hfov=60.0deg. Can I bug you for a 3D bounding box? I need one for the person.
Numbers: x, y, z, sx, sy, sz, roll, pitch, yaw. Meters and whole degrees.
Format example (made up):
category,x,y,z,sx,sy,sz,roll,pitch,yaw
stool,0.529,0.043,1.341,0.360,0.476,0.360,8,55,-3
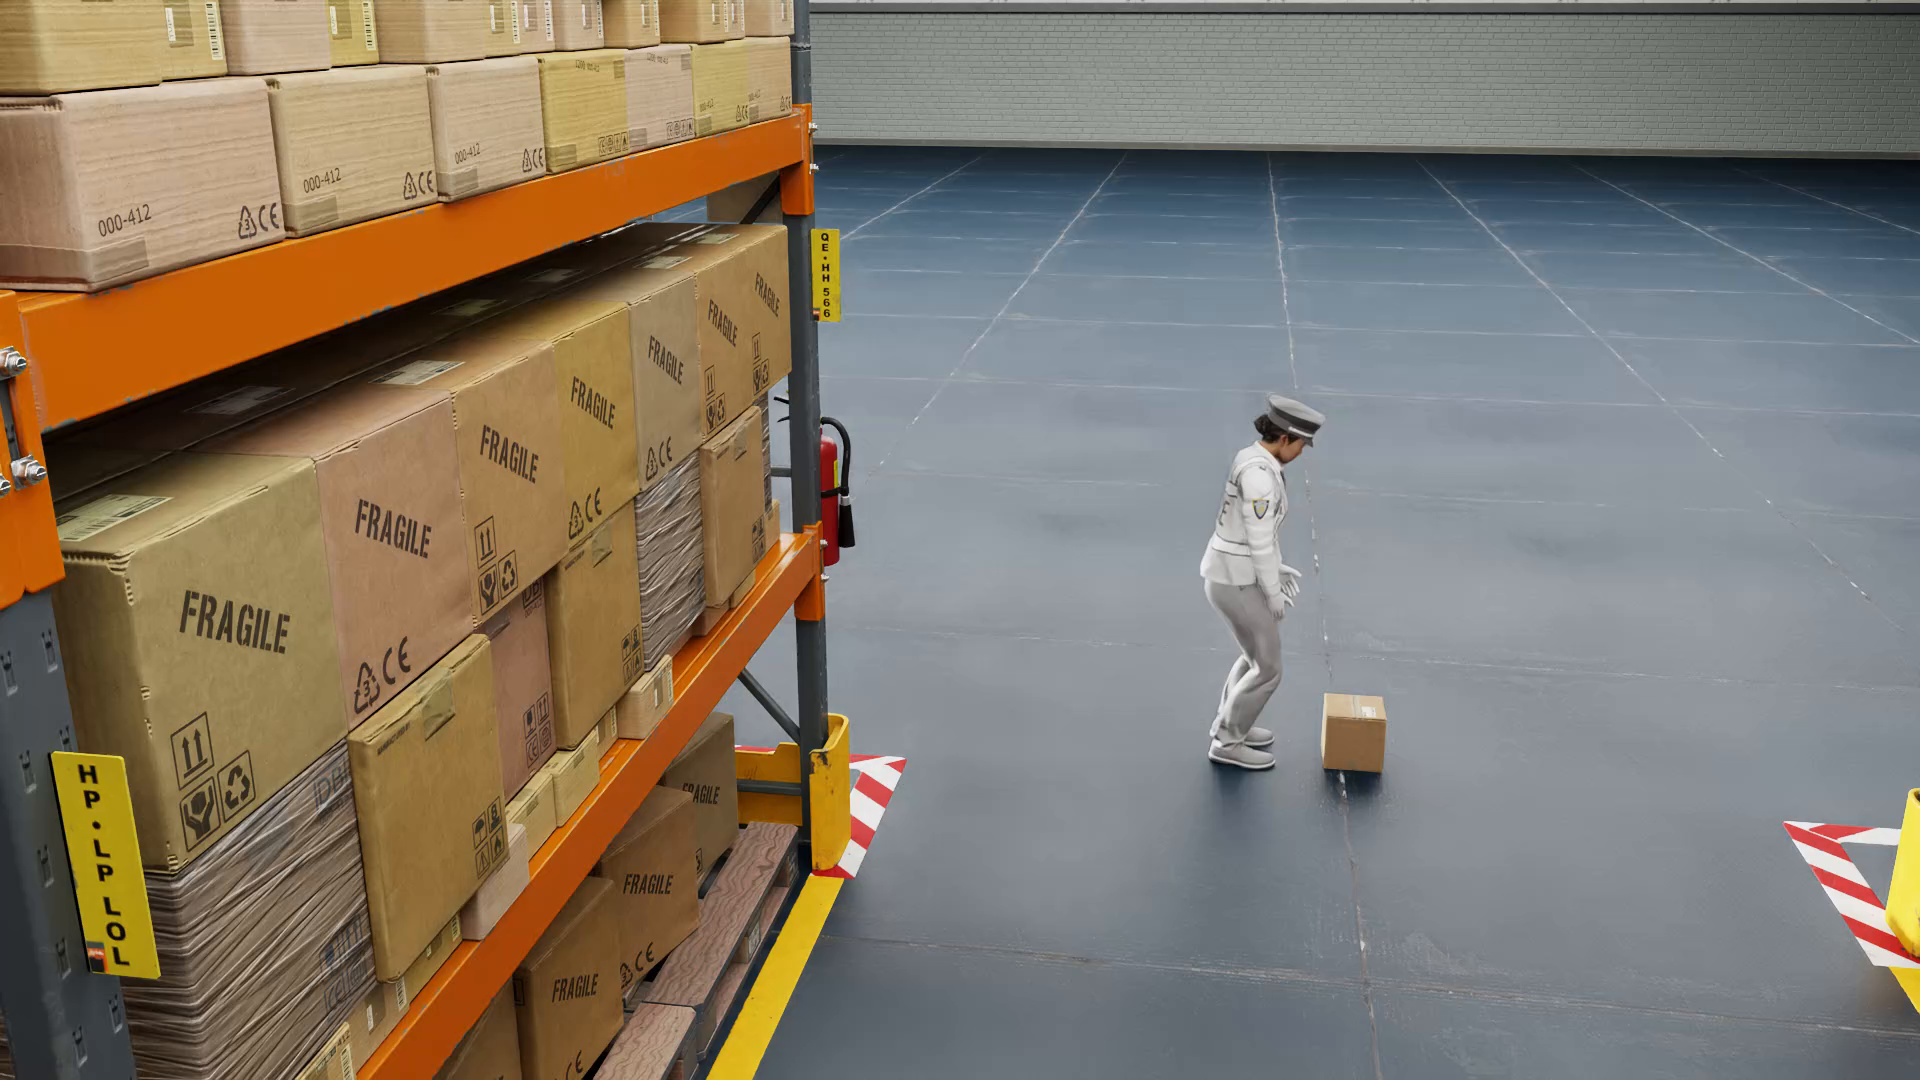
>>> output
category,x,y,z,sx,sy,sz,roll,pitch,yaw
person,1.276,0.173,7.140,0.485,1.604,0.508,3,18,10
